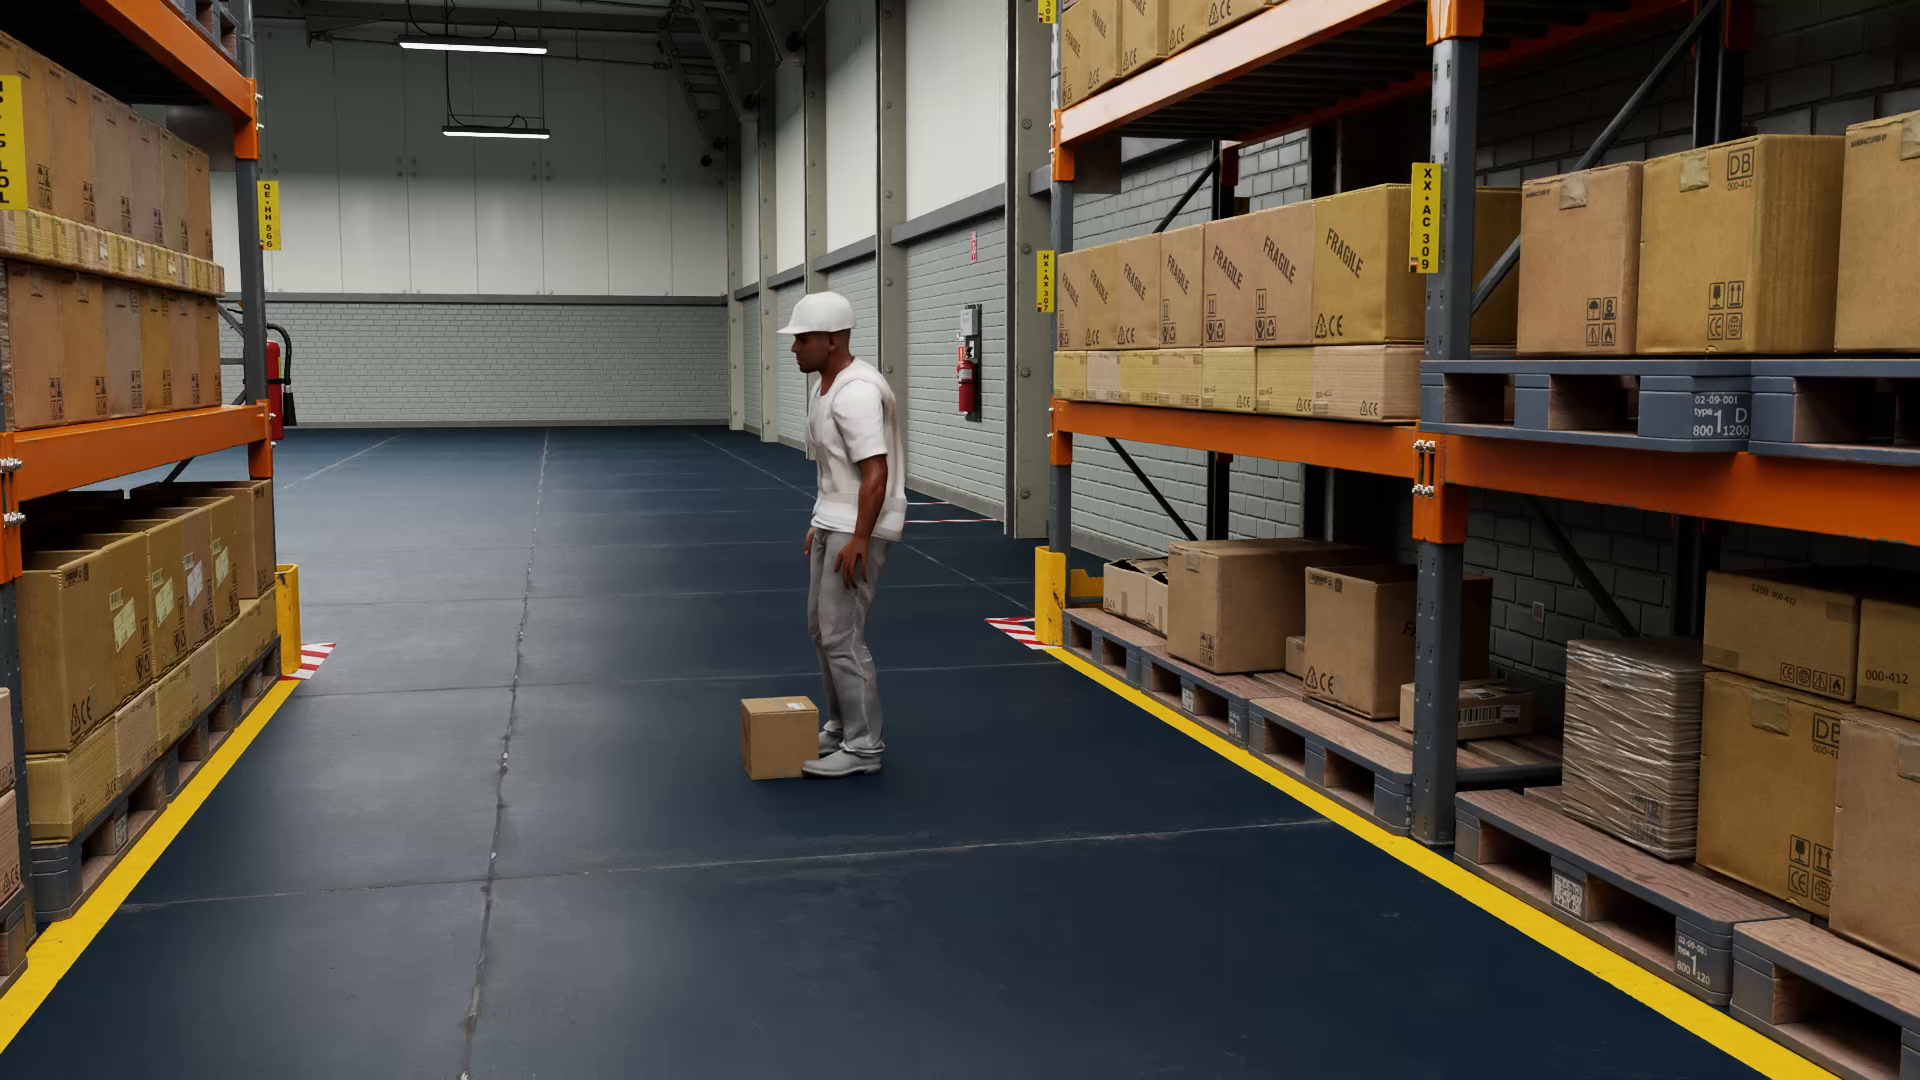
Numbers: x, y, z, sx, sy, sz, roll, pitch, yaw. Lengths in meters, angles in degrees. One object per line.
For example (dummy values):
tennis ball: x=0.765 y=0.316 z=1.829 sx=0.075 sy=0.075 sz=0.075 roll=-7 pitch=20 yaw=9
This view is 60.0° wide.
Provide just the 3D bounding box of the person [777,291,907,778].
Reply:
person: x=-0.441 y=-0.026 z=6.123 sx=0.460 sy=1.759 sz=0.629 roll=-2 pitch=6 yaw=-17
